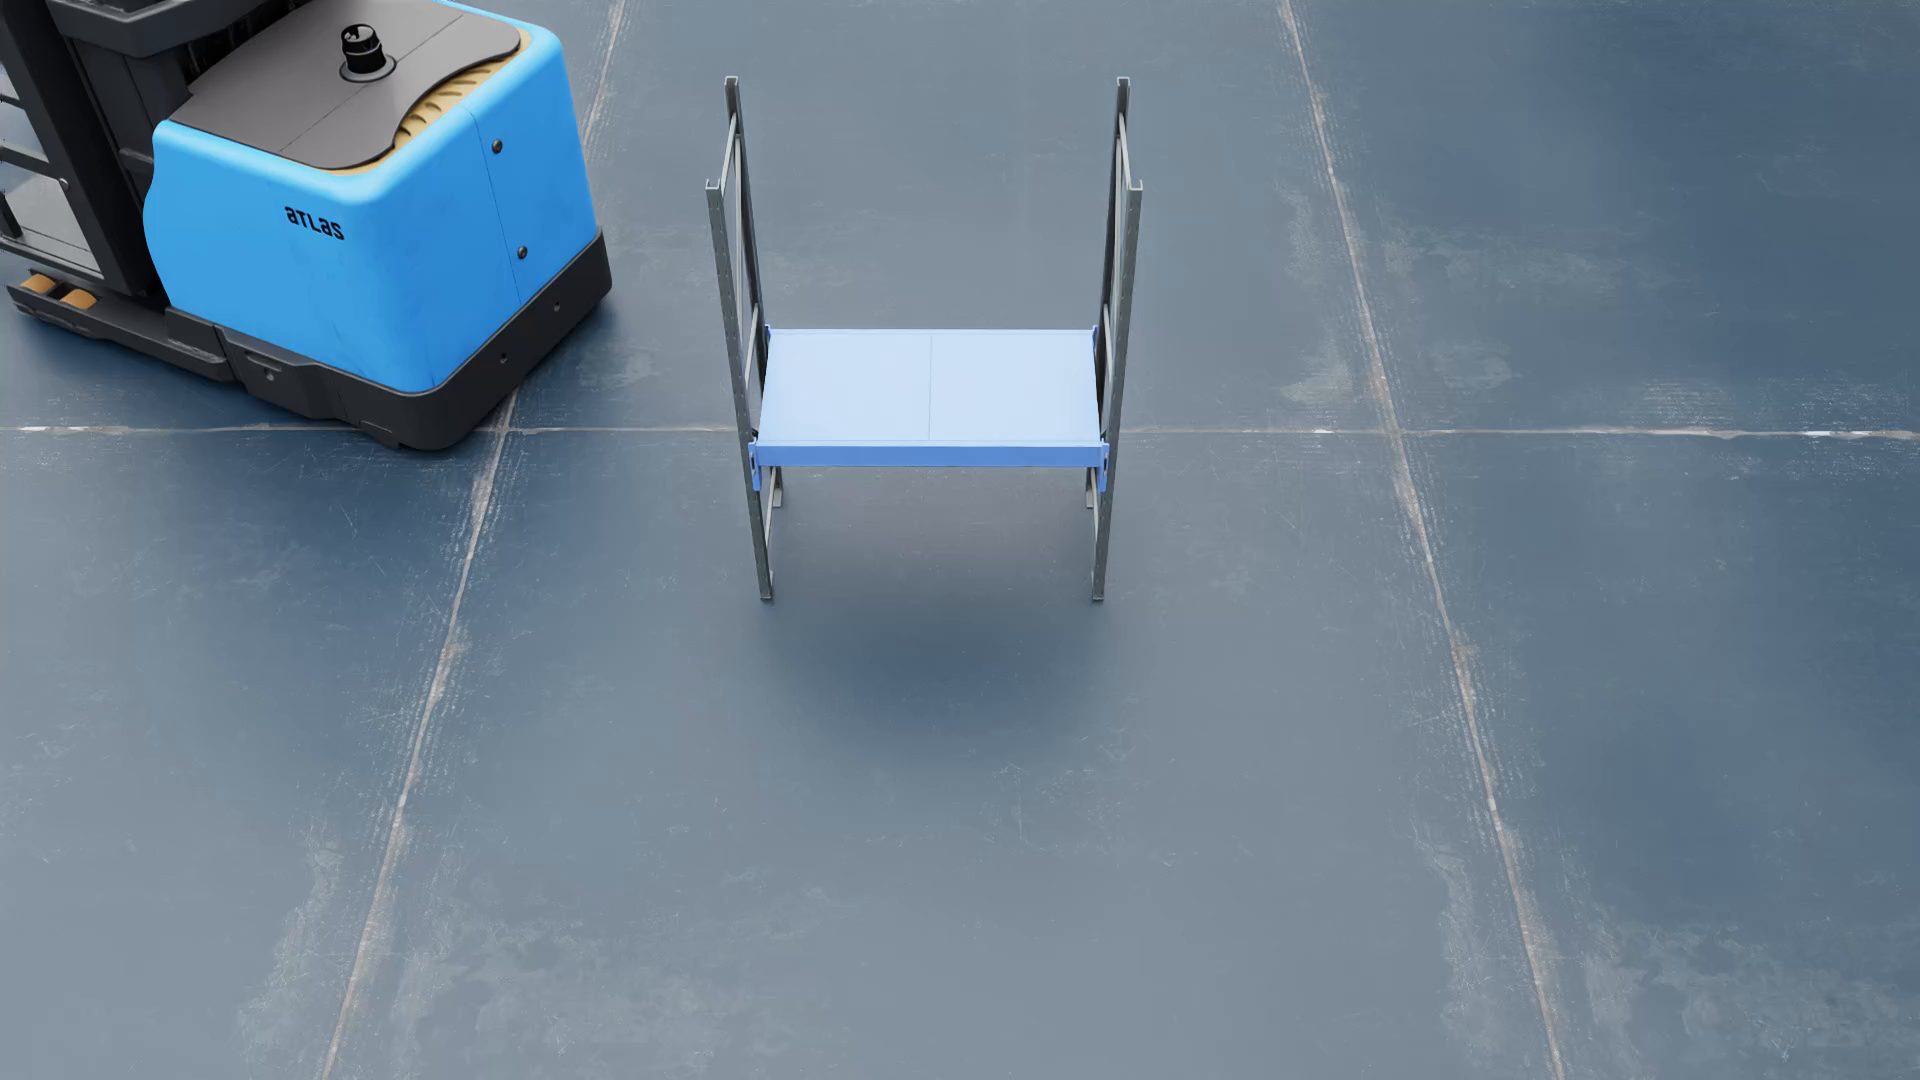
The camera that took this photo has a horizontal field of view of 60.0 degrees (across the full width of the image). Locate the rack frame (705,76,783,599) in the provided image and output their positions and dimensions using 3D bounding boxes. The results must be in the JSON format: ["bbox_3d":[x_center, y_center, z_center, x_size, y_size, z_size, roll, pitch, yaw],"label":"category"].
[{"bbox_3d":[-0.594,-0.513,4.703,0.032,1.500,0.500,0,47,0],"label":"rack frame"}]

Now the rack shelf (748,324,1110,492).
[{"bbox_3d":[-0.085,-0.389,4.833,1.000,0.185,0.538,0,47,0],"label":"rack shelf"}]

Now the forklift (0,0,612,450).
[{"bbox_3d":[-2.811,-2.048,5.154,3.031,2.935,1.130,20,50,17],"label":"forklift"}]

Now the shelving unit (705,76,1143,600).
[{"bbox_3d":[-0.085,-0.511,4.701,1.048,1.500,0.538,0,47,0],"label":"shelving unit"}]

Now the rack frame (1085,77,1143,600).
[{"bbox_3d":[0.423,-0.510,4.700,0.032,1.500,0.500,0,47,0],"label":"rack frame"}]
